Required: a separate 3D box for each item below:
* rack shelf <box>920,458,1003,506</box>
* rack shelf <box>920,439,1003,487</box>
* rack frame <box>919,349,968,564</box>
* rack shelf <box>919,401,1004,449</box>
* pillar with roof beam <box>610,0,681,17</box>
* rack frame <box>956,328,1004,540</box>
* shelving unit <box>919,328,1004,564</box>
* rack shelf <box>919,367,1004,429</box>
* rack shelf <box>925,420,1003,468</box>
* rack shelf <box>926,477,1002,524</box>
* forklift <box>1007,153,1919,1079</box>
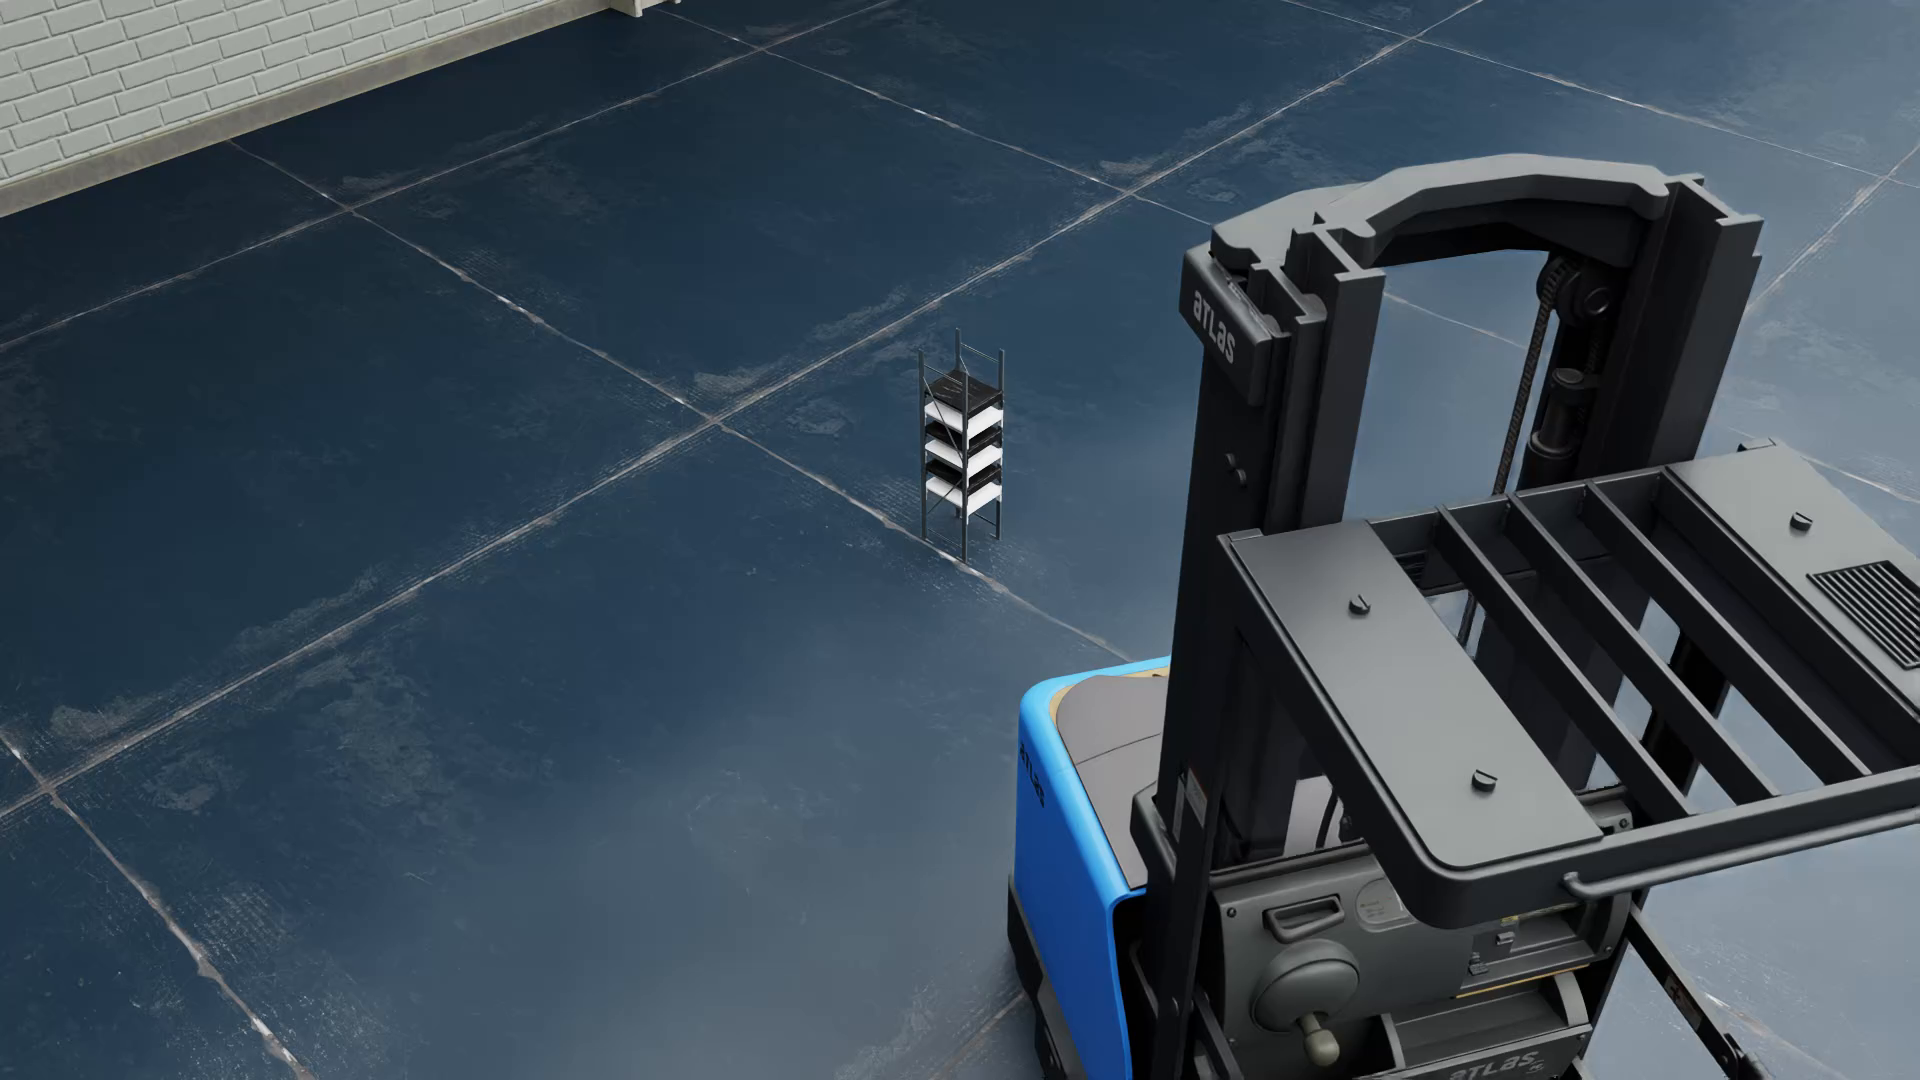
[{"bbox_3d":[0.005,-0.259,6.551,0.258,0.077,0.200,30,47,32],"label":"rack shelf"},{"bbox_3d":[0.005,-0.330,6.495,0.258,0.077,0.200,30,47,32],"label":"rack shelf"},{"bbox_3d":[-0.063,-0.309,6.416,0.240,0.900,0.006,30,47,32],"label":"rack frame"},{"bbox_3d":[0.005,-0.471,6.383,0.258,0.077,0.200,30,47,32],"label":"rack shelf"},{"bbox_3d":[1.025,-5.377,6.282,9.100,9.000,0.400,30,47,32],"label":"pillar with roof beam"},{"bbox_3d":[0.074,-0.403,6.533,0.240,0.900,0.006,30,47,32],"label":"rack frame"},{"bbox_3d":[0.005,-0.356,6.475,0.258,0.900,0.210,30,47,32],"label":"shelving unit"},{"bbox_3d":[0.006,-0.541,6.327,0.258,0.077,0.200,30,47,32],"label":"rack shelf"},{"bbox_3d":[0.005,-0.400,6.439,0.258,0.077,0.200,30,47,32],"label":"rack shelf"},{"bbox_3d":[0.005,-0.189,6.607,0.258,0.077,0.200,30,47,32],"label":"rack shelf"},{"bbox_3d":[1.028,0.890,3.276,1.130,2.935,3.031,-10,40,-12],"label":"forklift"}]
